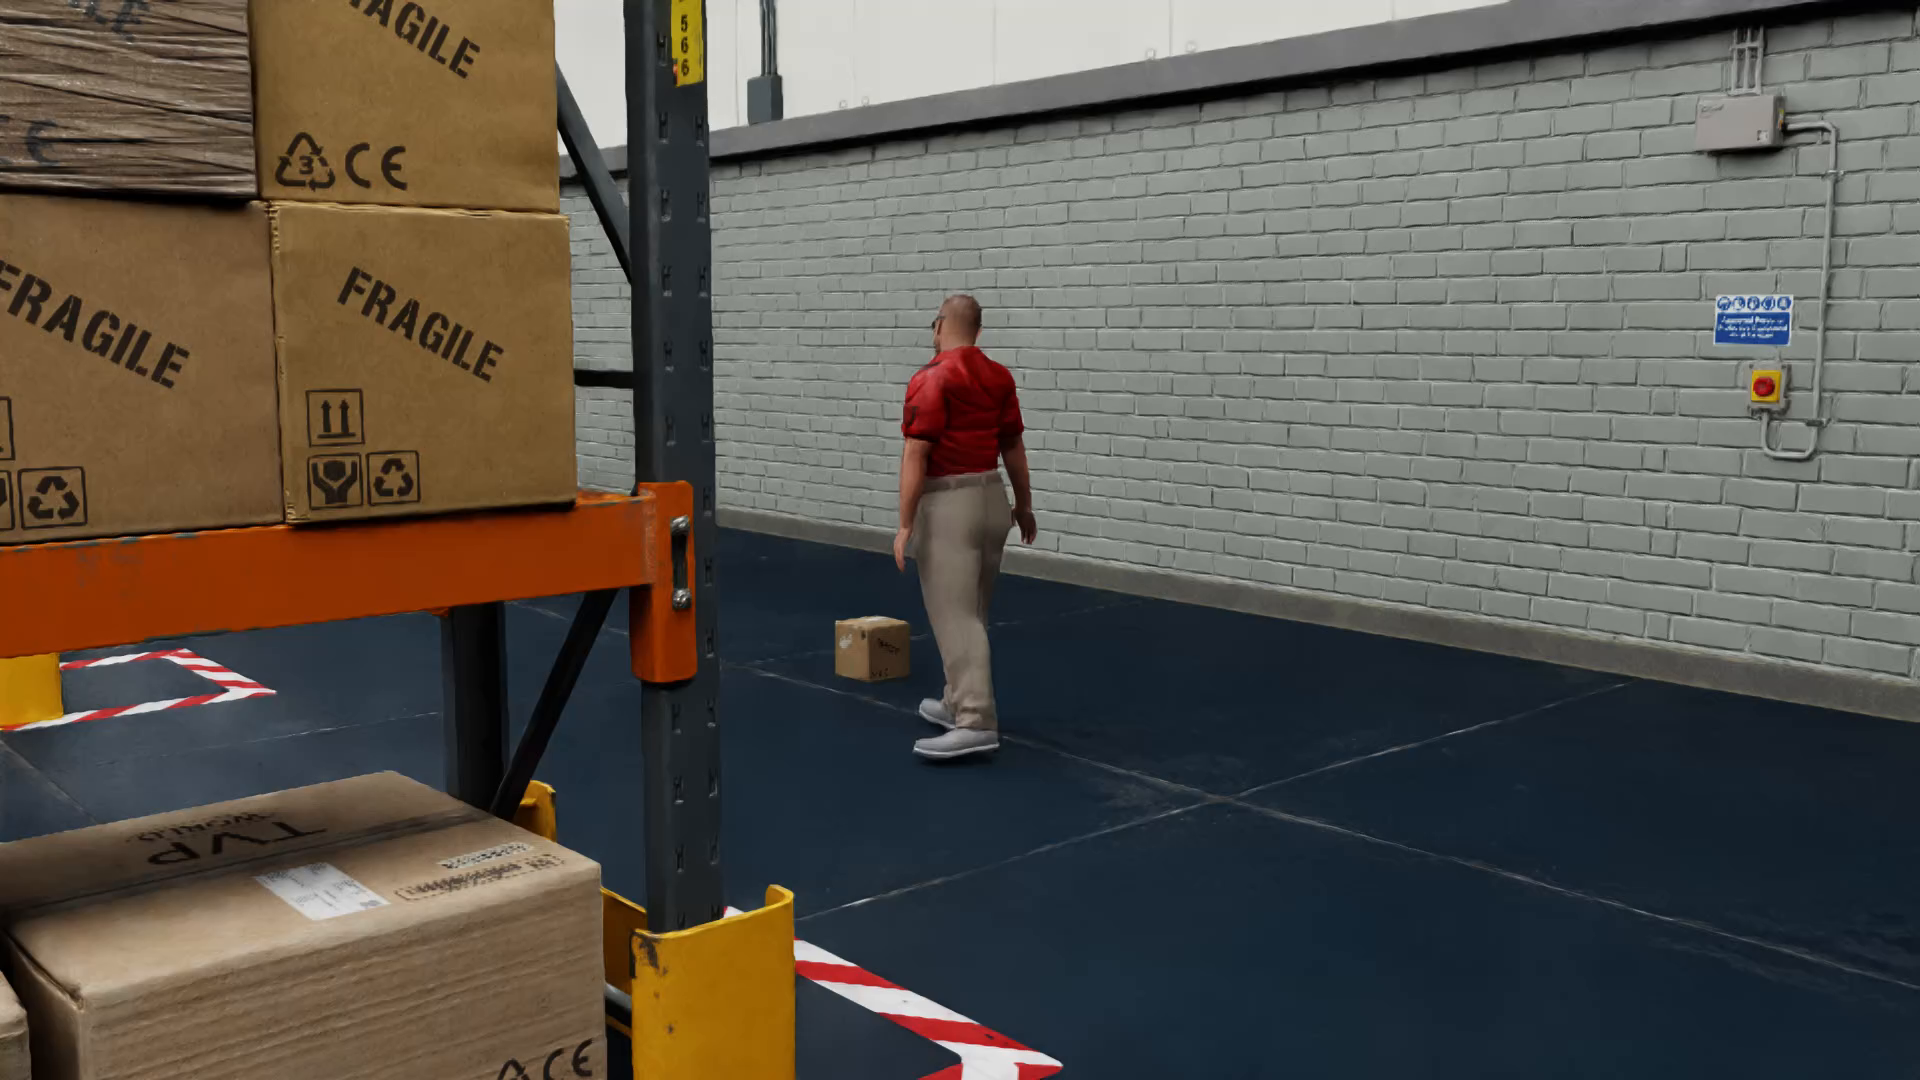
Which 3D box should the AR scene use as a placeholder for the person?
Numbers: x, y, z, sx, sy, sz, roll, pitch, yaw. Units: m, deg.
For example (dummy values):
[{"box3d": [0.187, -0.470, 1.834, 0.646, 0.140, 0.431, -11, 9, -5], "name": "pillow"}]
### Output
[{"box3d": [-0.004, -0.039, 6.407, 0.652, 1.631, 0.775, 6, 10, 40], "name": "person"}]
